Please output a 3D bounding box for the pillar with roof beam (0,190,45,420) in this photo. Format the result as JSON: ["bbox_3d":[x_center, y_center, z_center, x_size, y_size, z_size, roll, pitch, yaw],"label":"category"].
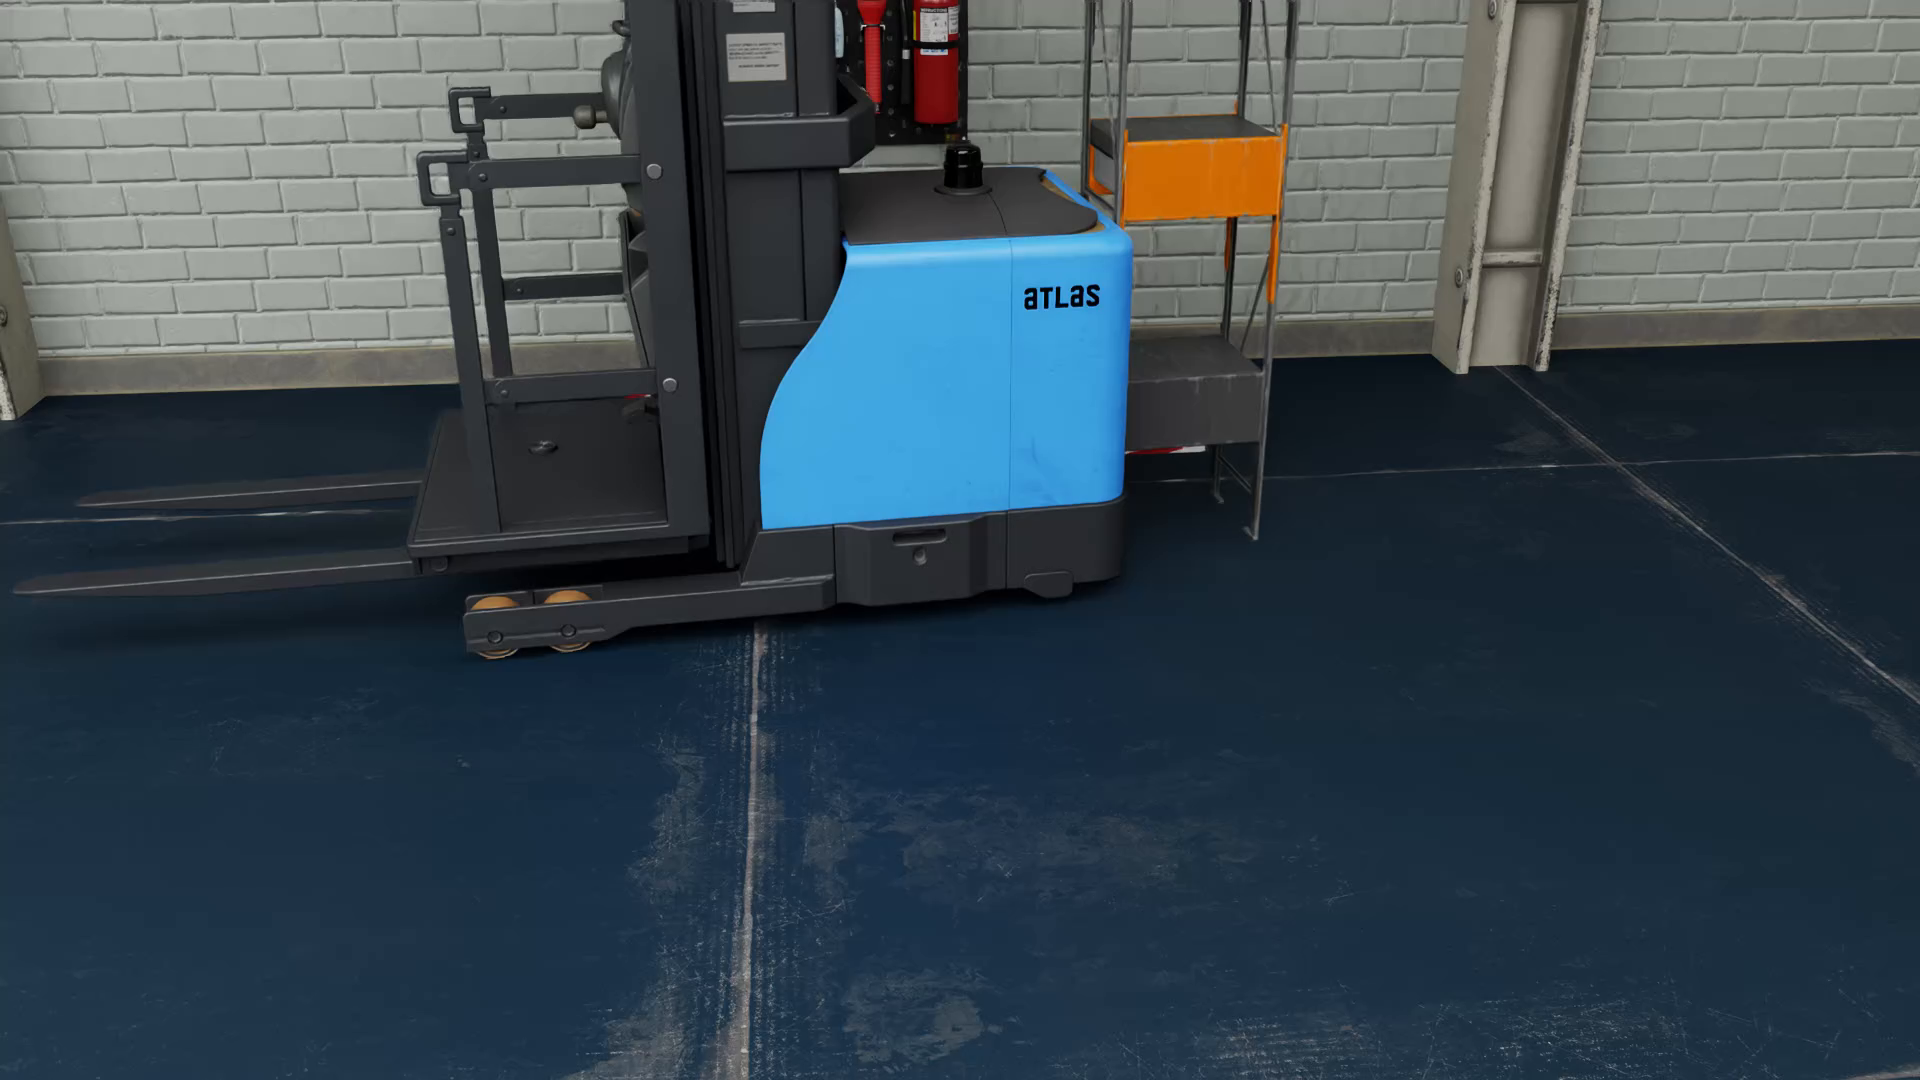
[{"bbox_3d":[-3.349,-2.880,0.650,0.400,9.000,9.100,-2,24,-5],"label":"pillar with roof beam"}]

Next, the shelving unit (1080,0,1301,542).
[{"bbox_3d":[0.653,-1.015,4.948,0.503,2.100,0.431,-5,24,-10],"label":"shelving unit"}]

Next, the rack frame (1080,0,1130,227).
[{"bbox_3d":[0.414,-0.995,4.903,0.015,2.100,0.400,-5,24,-10],"label":"rack frame"}]

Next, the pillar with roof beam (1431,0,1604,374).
[{"bbox_3d":[2.622,-3.119,1.189,0.400,9.000,9.100,-2,24,-5],"label":"pillar with roof beam"}]

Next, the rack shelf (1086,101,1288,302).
[{"bbox_3d":[0.653,-1.002,4.953,0.480,0.518,0.431,-5,24,-10],"label":"rack shelf"}]

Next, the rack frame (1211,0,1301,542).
[{"bbox_3d":[0.892,-1.034,4.992,0.015,2.100,0.400,-5,24,-10],"label":"rack frame"}]

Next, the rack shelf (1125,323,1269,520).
[{"bbox_3d":[0.653,-0.363,5.238,0.480,0.518,0.431,-5,24,-10],"label":"rack shelf"}]

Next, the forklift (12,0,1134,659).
[{"bbox_3d":[-1.085,-1.250,4.454,3.031,2.935,1.130,-5,24,-10],"label":"forklift"}]

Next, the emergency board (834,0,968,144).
[{"bbox_3d":[-0.264,-2.035,6.135,0.643,1.169,0.194,-2,24,-5],"label":"emergency board"}]

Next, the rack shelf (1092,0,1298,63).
[{"bbox_3d":[0.653,-1.642,4.669,0.480,0.518,0.431,-5,24,-10],"label":"rack shelf"}]
